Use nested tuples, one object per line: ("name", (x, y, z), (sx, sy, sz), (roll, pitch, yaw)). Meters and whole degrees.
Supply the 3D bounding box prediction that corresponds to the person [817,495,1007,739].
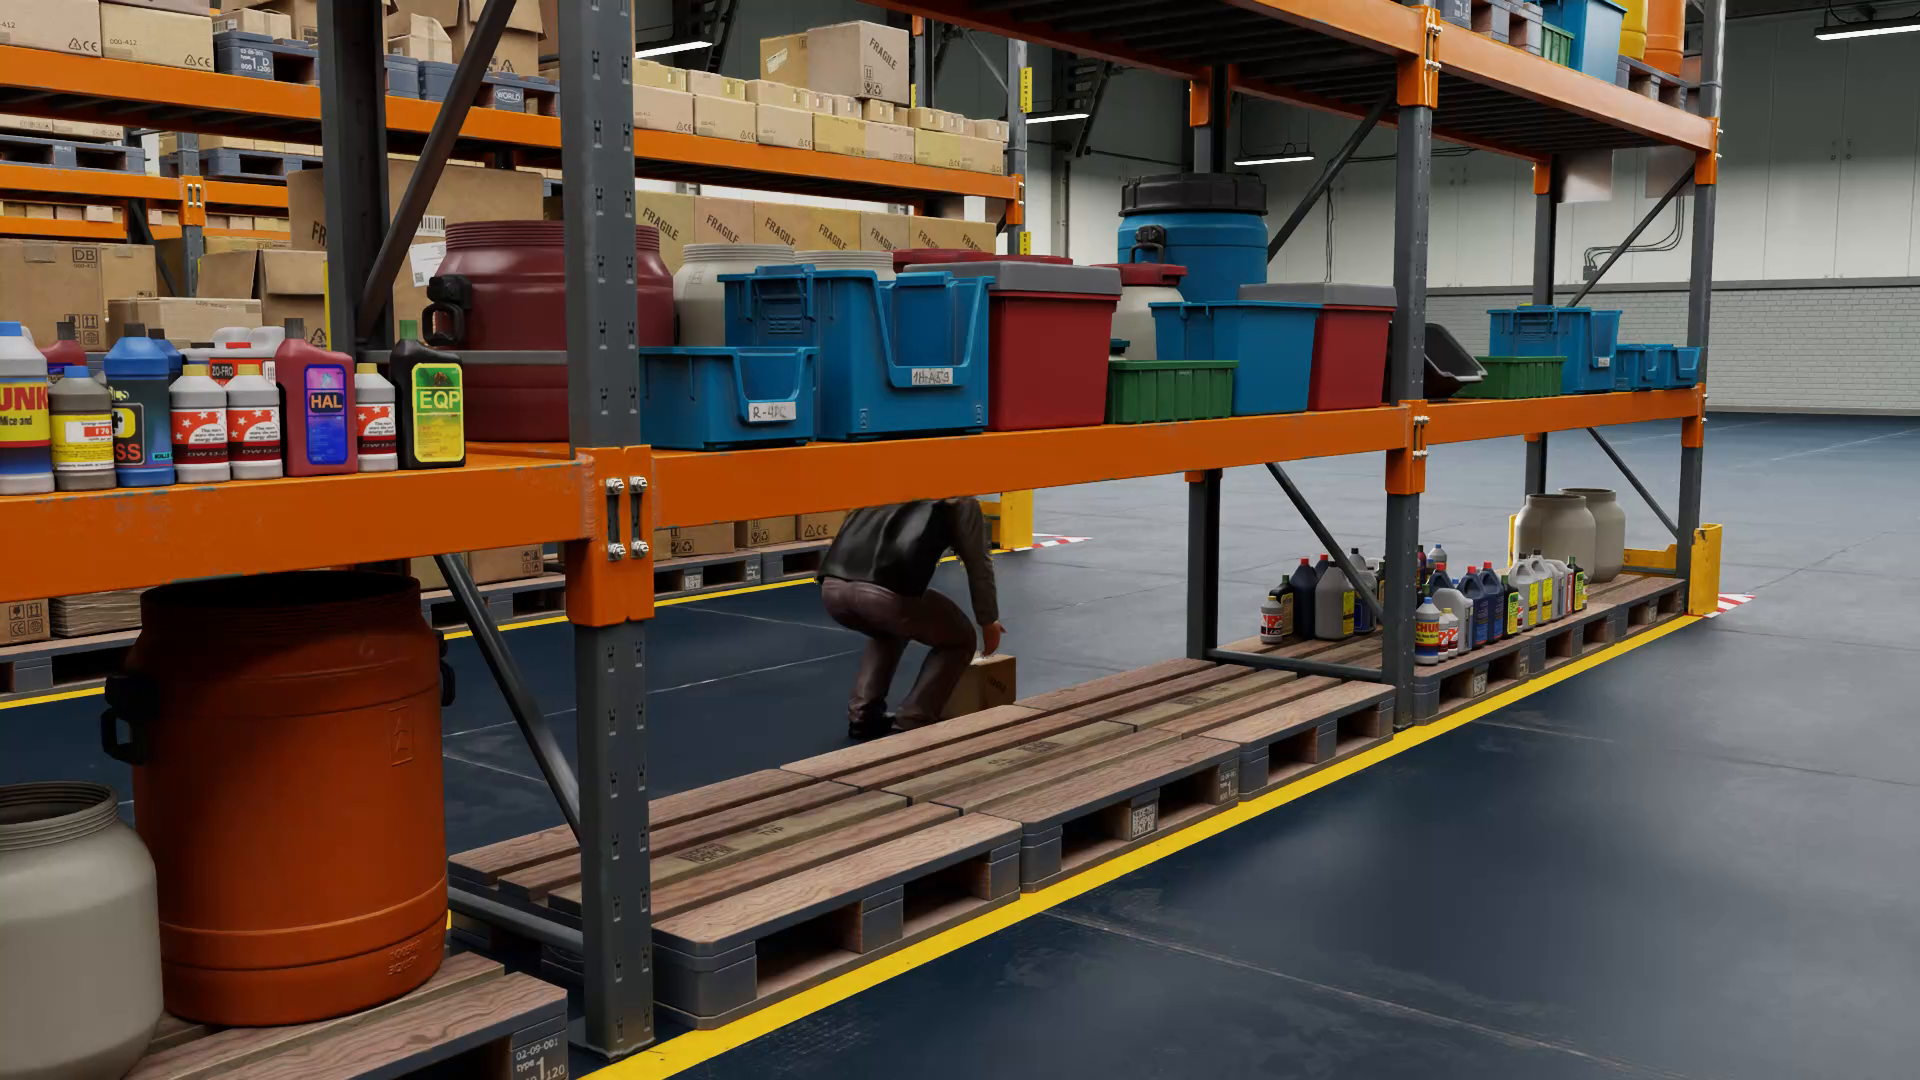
("person", (-0.215, 0.205, 6.610), (0.568, 1.139, 0.823), (5, 8, 38))
